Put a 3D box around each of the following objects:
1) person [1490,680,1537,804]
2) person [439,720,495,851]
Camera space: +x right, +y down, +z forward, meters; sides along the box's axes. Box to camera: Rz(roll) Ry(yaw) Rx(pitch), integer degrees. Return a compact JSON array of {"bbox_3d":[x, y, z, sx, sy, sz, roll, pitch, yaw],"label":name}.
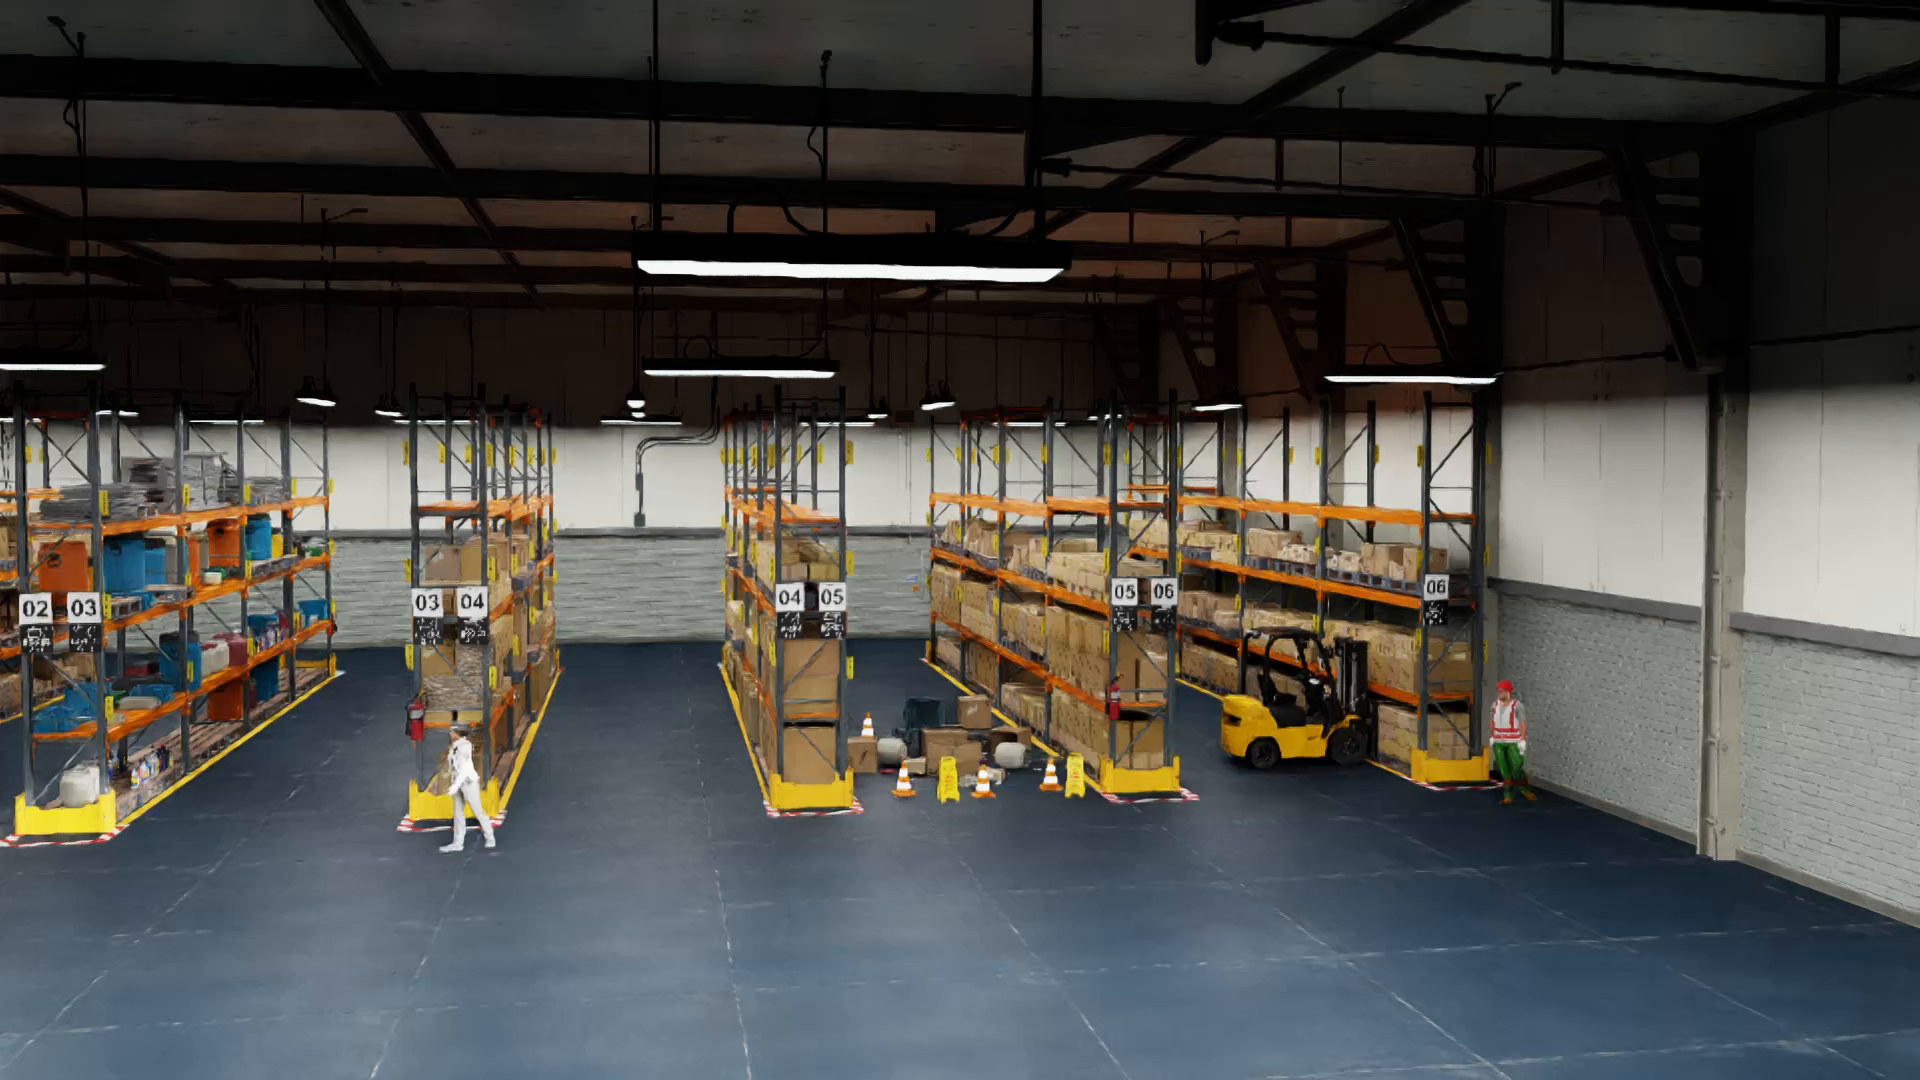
[{"bbox_3d":[7.914,2.893,23.834,0.459,1.779,0.703,-3,4,-44],"label":"person"},{"bbox_3d":[-6.260,3.103,21.119,0.678,1.656,0.496,-2,4,-38],"label":"person"}]
